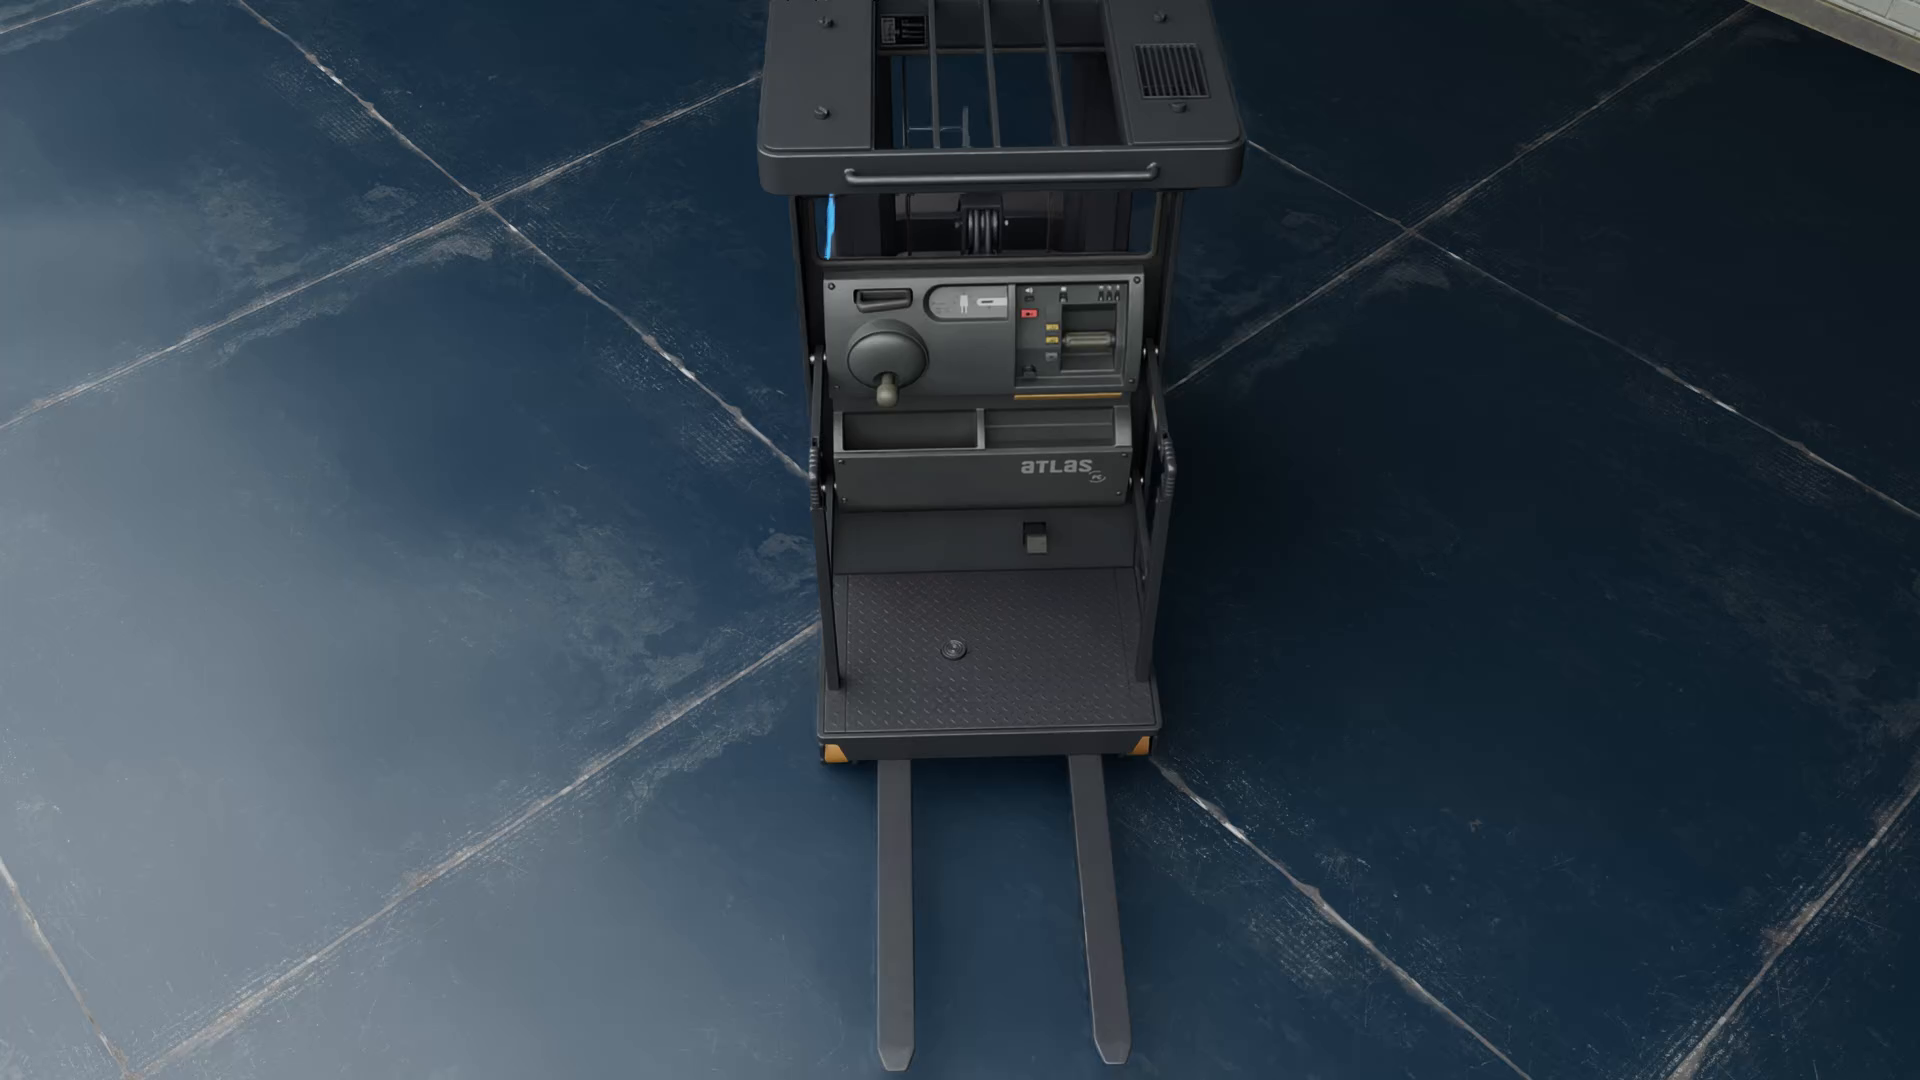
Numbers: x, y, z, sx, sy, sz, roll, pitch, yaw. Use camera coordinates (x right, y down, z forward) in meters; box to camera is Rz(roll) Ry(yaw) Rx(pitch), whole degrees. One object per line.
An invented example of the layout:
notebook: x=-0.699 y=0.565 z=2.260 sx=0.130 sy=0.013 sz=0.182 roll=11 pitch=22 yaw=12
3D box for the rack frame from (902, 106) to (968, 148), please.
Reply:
rack frame: x=-0.090 y=-1.169 z=6.512 sx=0.240 sy=1.200 sz=0.006 roll=-2 pitch=46 yaw=-1

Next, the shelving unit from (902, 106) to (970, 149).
shelving unit: x=-0.087 y=-1.103 z=6.449 sx=0.258 sy=1.200 sz=0.189 roll=-2 pitch=46 yaw=-1

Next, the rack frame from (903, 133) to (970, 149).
rack frame: x=-0.083 y=-1.037 z=6.385 sx=0.240 sy=1.200 sz=0.006 roll=-2 pitch=46 yaw=-1

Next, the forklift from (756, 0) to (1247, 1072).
forklift: x=0.080 y=-0.495 z=4.713 sx=1.130 sy=2.935 sz=3.031 roll=-1 pitch=47 yaw=-1
